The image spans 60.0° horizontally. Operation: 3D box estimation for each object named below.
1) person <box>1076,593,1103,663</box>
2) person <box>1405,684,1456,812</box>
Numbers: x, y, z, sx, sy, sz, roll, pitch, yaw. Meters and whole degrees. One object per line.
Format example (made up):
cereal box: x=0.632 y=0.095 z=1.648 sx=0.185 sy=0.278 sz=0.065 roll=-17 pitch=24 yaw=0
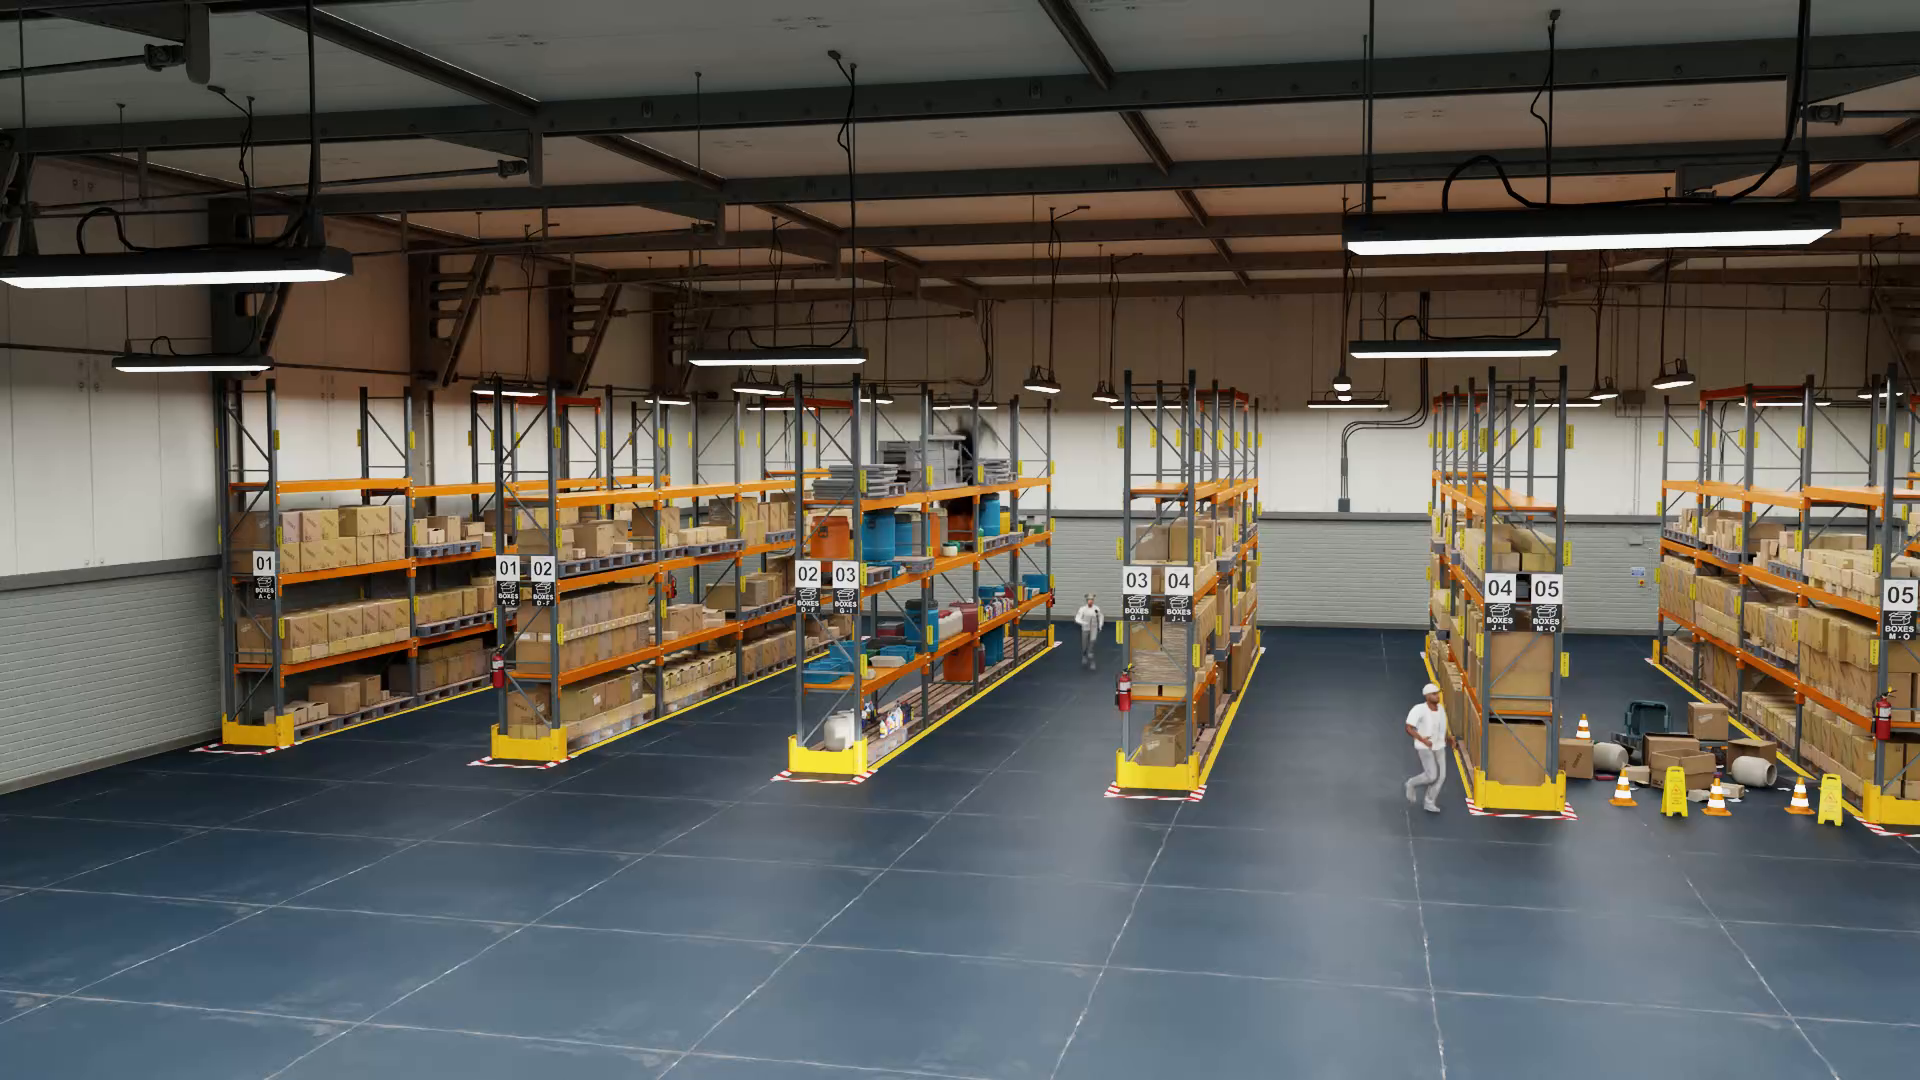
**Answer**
person: x=2.834 y=1.942 z=36.282 sx=0.626 sy=1.583 sz=0.838 roll=0 pitch=3 yaw=-3
person: x=6.326 y=2.792 z=22.459 sx=0.689 sy=1.722 sz=0.597 roll=-2 pitch=4 yaw=-28
